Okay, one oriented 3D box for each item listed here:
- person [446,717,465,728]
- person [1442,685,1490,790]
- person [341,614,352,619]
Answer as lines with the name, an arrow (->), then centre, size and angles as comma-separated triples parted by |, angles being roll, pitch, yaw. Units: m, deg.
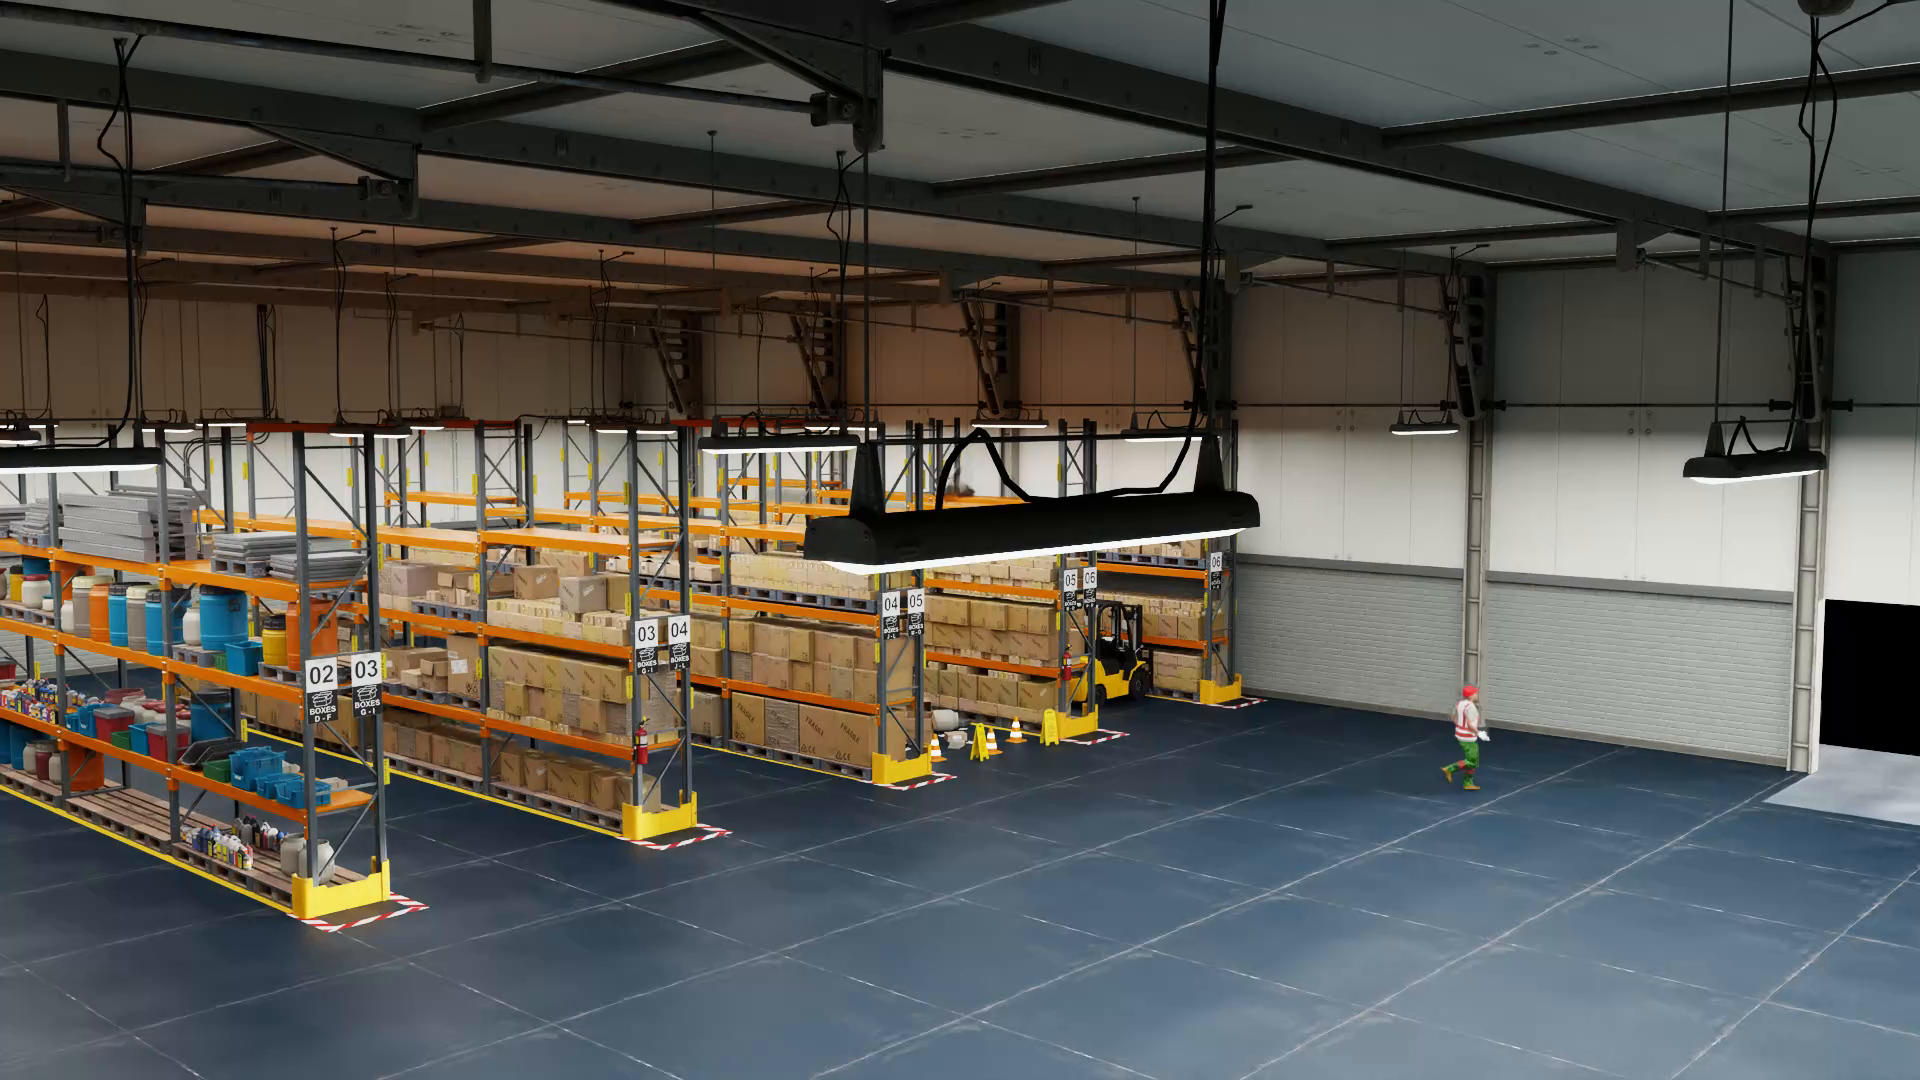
person -> -9.612, 2.867, 31.752 | 0.675, 1.764, 0.641 | 4, 6, 44
person -> 8.213, 3.243, 27.227 | 0.711, 1.738, 0.646 | 0, 5, -5
person -> -13.977, 2.478, 37.438 | 0.760, 1.663, 0.700 | -3, 6, -37
